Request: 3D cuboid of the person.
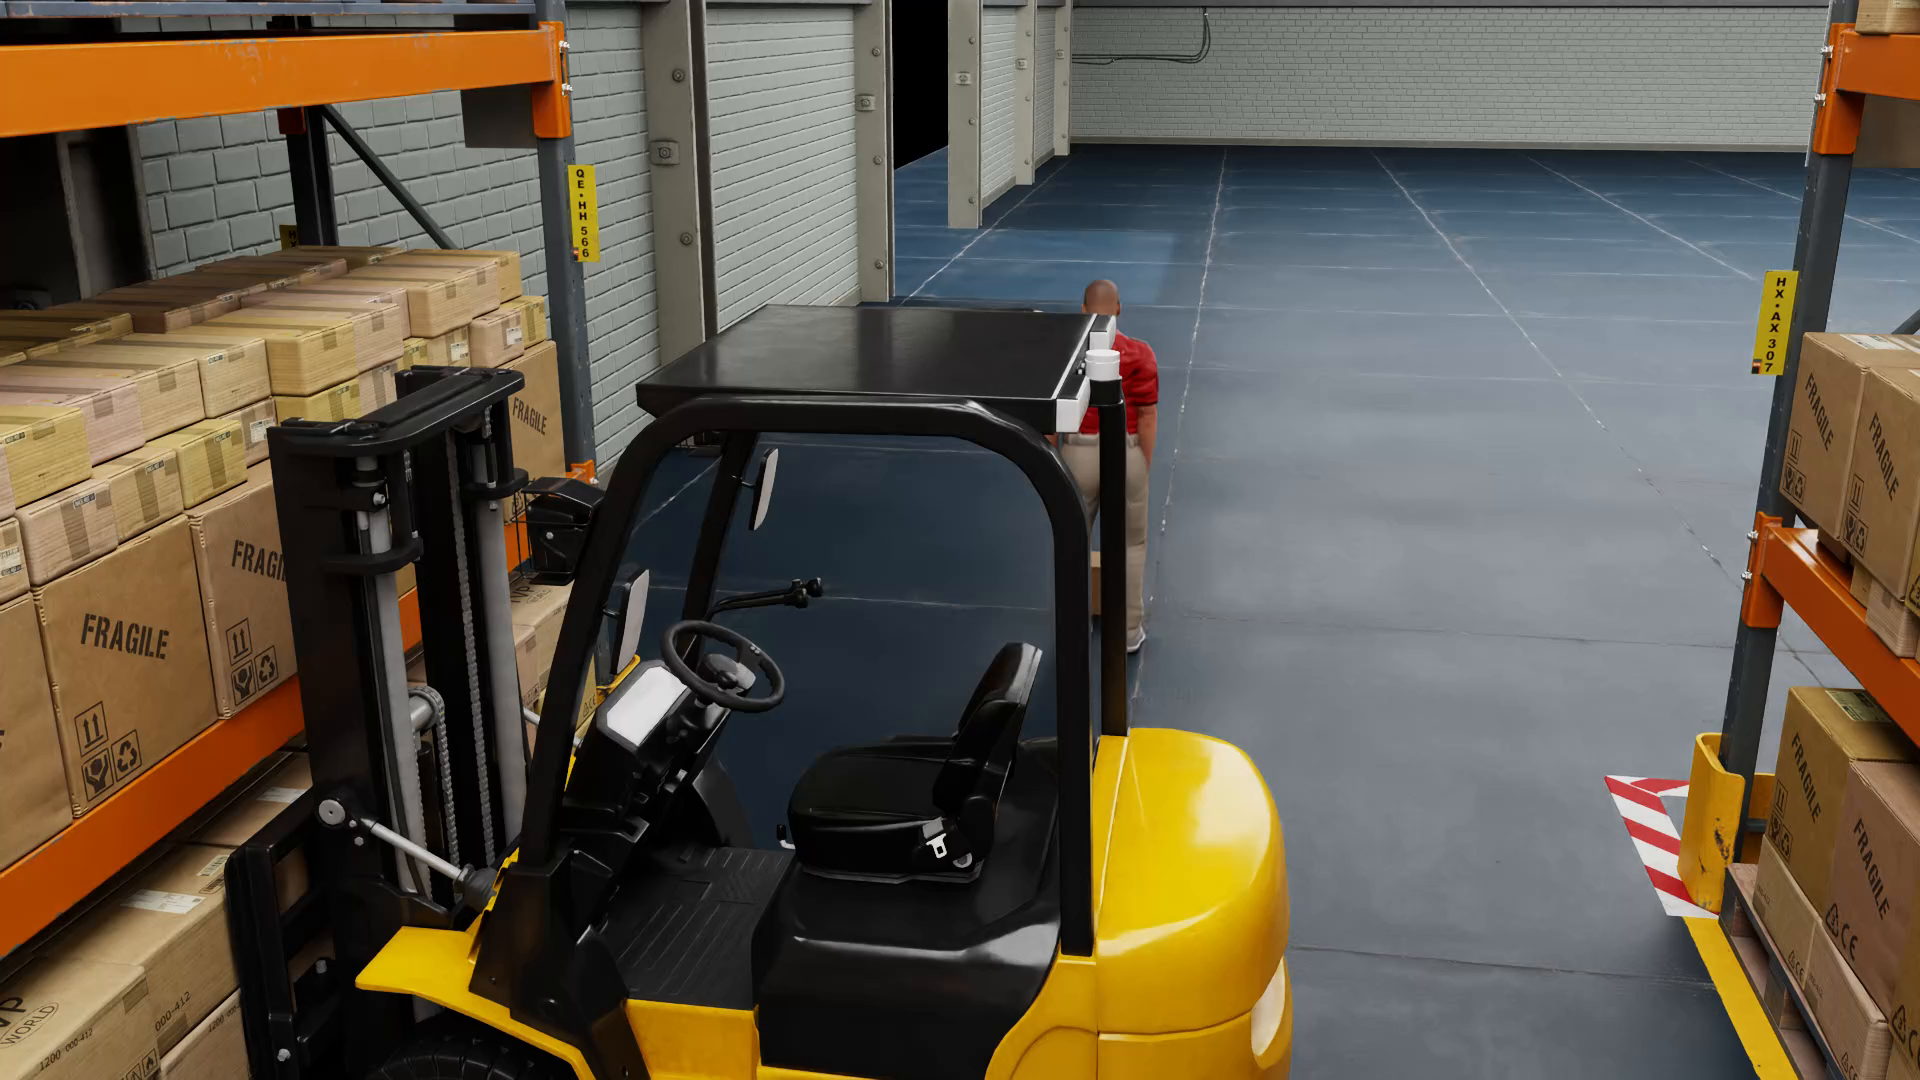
[{"bbox_3d":[0.632,-0.328,7.637,0.534,1.717,0.357,3,18,10],"label":"person"}]
